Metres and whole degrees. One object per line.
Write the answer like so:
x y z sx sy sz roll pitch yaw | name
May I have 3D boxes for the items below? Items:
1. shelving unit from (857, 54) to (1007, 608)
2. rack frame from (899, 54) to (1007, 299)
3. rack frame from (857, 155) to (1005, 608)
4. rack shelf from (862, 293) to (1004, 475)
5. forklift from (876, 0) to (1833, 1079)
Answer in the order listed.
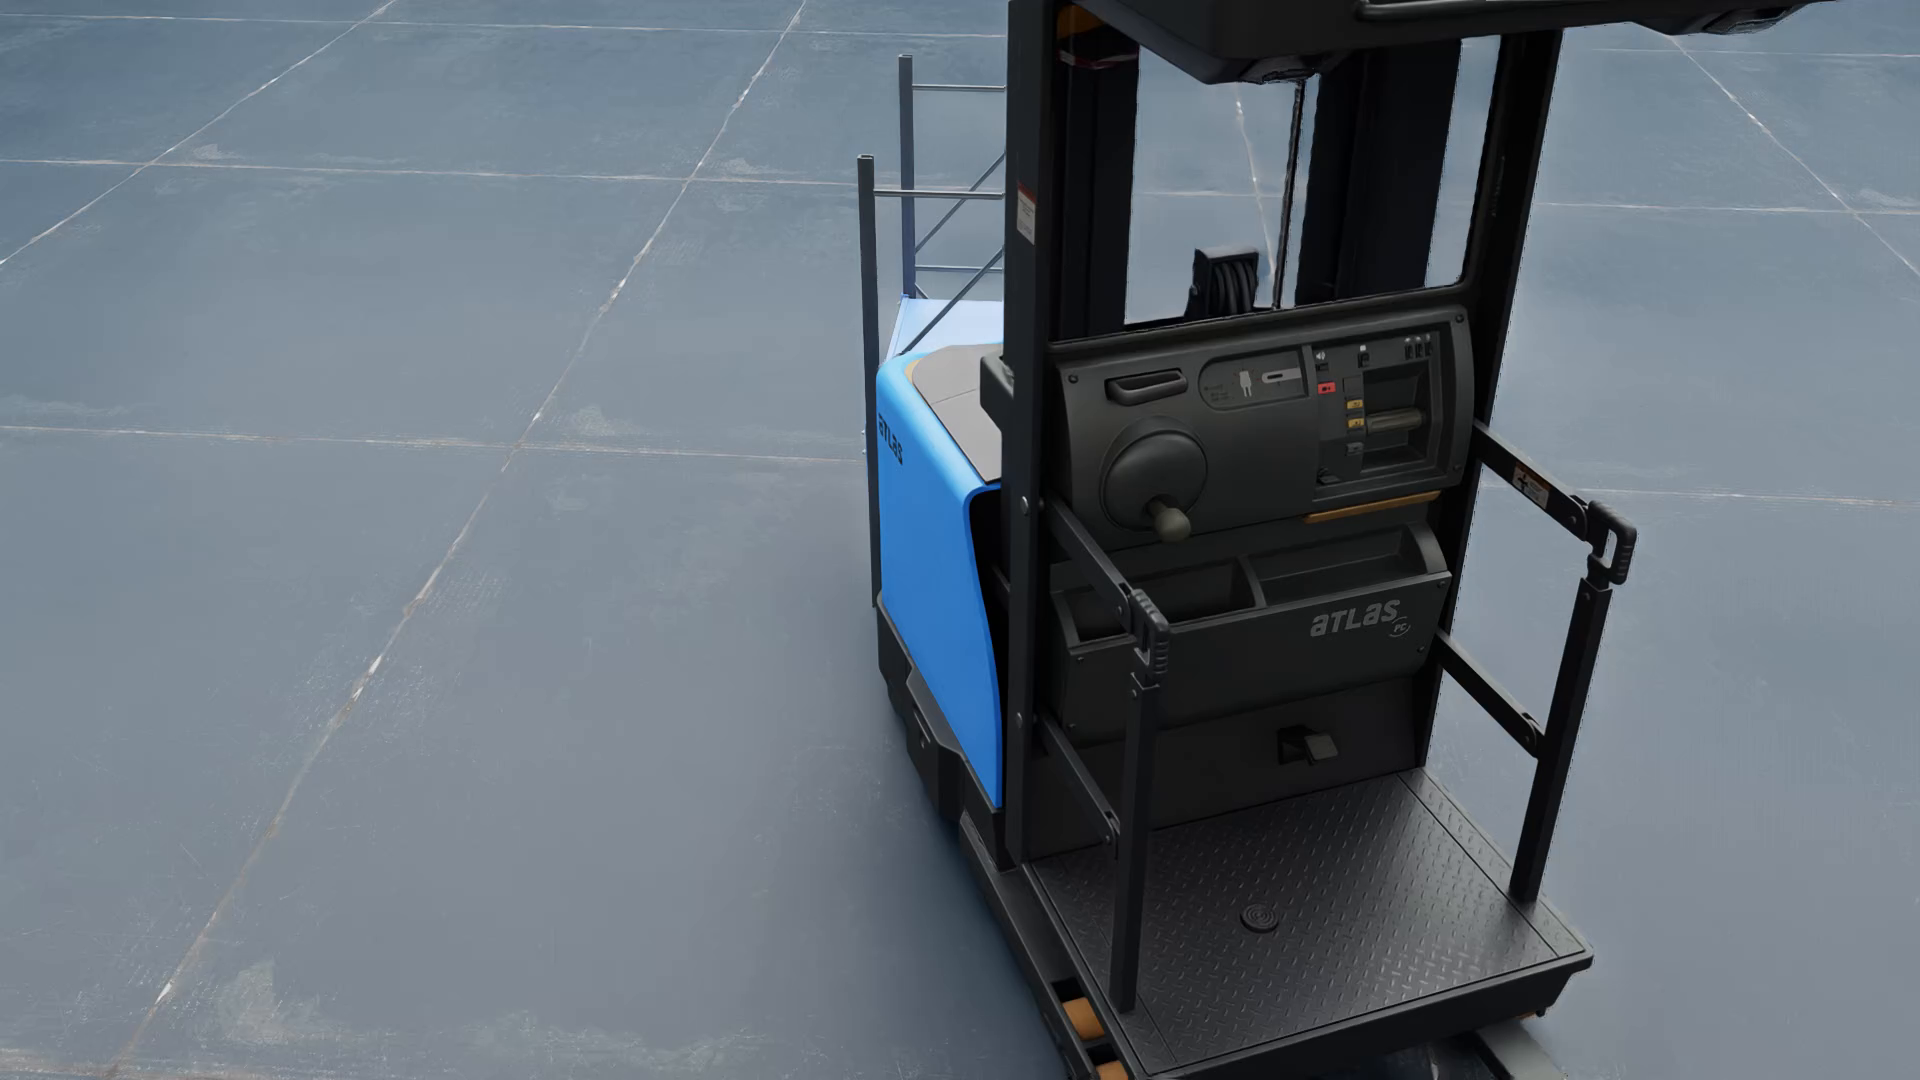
0.007 -0.683 5.429 0.538 1.500 1.048 2 32 4 | shelving unit
0.048 -0.949 5.860 0.500 1.500 0.032 2 32 4 | rack frame
-0.034 -0.417 4.998 0.500 1.500 0.032 2 32 4 | rack frame
0.007 -0.530 5.523 0.538 0.185 1.000 2 32 4 | rack shelf
0.718 -0.186 3.258 1.130 2.935 3.031 -10 33 -16 | forklift
